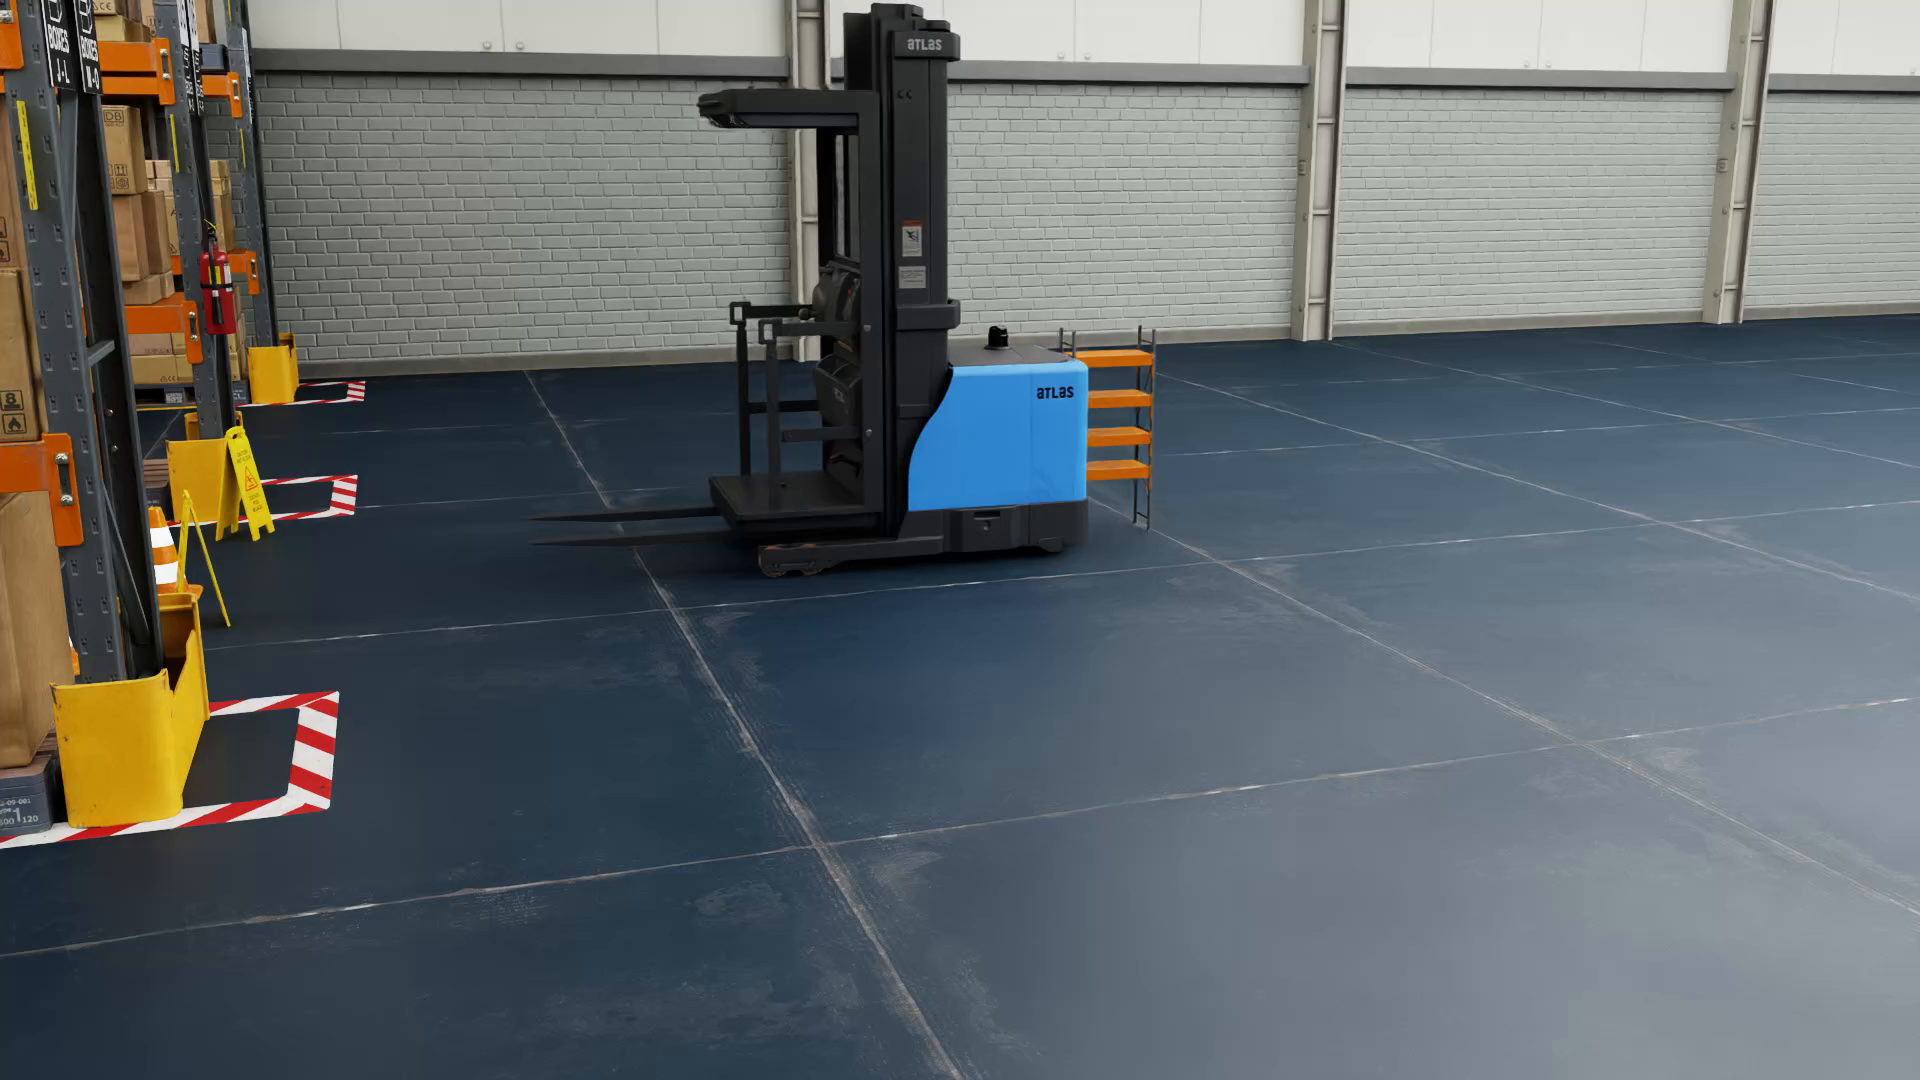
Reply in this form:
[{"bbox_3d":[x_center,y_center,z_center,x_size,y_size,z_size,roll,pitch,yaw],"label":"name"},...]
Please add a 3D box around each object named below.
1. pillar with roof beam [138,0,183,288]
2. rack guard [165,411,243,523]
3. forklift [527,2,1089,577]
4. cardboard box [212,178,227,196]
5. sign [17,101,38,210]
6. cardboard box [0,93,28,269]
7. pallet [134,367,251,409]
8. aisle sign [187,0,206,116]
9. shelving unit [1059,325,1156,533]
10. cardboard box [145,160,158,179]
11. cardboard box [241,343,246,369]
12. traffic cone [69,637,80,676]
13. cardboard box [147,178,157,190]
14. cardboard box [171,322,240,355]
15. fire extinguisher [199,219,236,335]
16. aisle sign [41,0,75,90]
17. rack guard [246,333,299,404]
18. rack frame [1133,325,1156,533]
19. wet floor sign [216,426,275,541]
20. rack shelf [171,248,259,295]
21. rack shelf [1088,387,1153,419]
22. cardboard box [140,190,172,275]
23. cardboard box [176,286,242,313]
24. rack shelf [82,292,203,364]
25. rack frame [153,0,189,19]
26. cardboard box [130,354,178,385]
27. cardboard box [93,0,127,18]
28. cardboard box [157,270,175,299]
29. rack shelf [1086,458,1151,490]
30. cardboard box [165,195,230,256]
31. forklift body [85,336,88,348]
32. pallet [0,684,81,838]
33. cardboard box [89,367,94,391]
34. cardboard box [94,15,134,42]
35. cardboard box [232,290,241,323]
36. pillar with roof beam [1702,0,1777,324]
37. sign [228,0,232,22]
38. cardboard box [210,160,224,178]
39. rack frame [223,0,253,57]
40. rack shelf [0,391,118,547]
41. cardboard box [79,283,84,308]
[{"bbox_3d":[-5.869,-4.913,10.850,0.400,9.000,9.100,-4,14,-18],"label":"pillar with roof beam"},{"bbox_3d":[-4.780,-0.482,10.589,0.348,0.500,1.175,-4,14,-18],"label":"rack guard"},{"bbox_3d":[-0.856,-1.364,9.042,3.031,2.935,1.130,-4,14,-16],"label":"forklift"},{"bbox_3d":[-6.533,-3.069,14.446,0.250,0.149,0.380,-4,14,-17],"label":"cardboard box"},{"bbox_3d":[-2.873,-1.184,5.125,0.005,0.325,0.100,-4,14,-18],"label":"sign"},{"bbox_3d":[-3.397,-1.205,5.569,0.550,0.550,0.875,-4,14,-18],"label":"cardboard box"},{"bbox_3d":[-7.006,-1.370,14.946,1.213,0.211,1.003,-4,14,-18],"label":"pallet"},{"bbox_3d":[-4.748,-3.041,10.328,0.004,0.787,0.394,-4,14,-18],"label":"aisle sign"},{"bbox_3d":[0.852,-0.638,9.730,0.503,1.200,0.258,-4,14,-16],"label":"shelving unit"},{"bbox_3d":[-7.030,-3.178,14.261,0.250,0.149,0.380,-4,14,-17],"label":"cardboard box"},{"bbox_3d":[-6.822,-1.665,15.197,0.500,0.250,0.500,-4,14,-18],"label":"cardboard box"},{"bbox_3d":[-3.989,0.336,7.229,0.334,0.463,0.336,-4,14,-18],"label":"traffic cone"},{"bbox_3d":[-7.032,-3.038,14.316,0.250,0.149,0.380,-4,14,-17],"label":"cardboard box"},{"bbox_3d":[-6.656,-1.797,14.672,0.500,0.250,0.500,-5,14,-19],"label":"cardboard box"},{"bbox_3d":[-4.452,-1.573,9.943,0.183,0.674,0.296,-4,14,-18],"label":"fire extinguisher"},{"bbox_3d":[-2.870,-1.830,5.235,0.004,0.787,0.394,-4,14,-18],"label":"aisle sign"},{"bbox_3d":[-6.271,-1.578,15.196,0.348,0.500,1.175,-4,14,-18],"label":"rack guard"},{"bbox_3d":[1.086,-0.653,9.797,0.015,1.200,0.240,-4,14,-16],"label":"rack frame"},{"bbox_3d":[-4.186,-0.338,9.668,0.232,0.644,0.267,0,13,1],"label":"wet floor sign"},{"bbox_3d":[-8.190,-2.295,14.362,4.000,0.370,1.077,-4,14,-18],"label":"rack shelf"},{"bbox_3d":[0.852,-0.790,9.694,0.480,0.148,0.258,-4,14,-16],"label":"rack shelf"},{"bbox_3d":[-5.245,-1.923,10.386,0.500,0.500,0.500,-5,14,-19],"label":"cardboard box"},{"bbox_3d":[-6.810,-2.151,15.078,0.500,0.250,0.500,-5,14,-19],"label":"cardboard box"},{"bbox_3d":[-6.603,-1.206,9.786,4.000,0.370,1.077,-4,14,-18],"label":"rack shelf"},{"bbox_3d":[-4.708,-4.622,9.629,0.127,3.000,1.000,-4,14,-18],"label":"rack frame"},{"bbox_3d":[-7.113,-1.520,14.586,0.500,0.250,0.500,-4,14,-18],"label":"cardboard box"},{"bbox_3d":[-5.107,-3.138,9.552,0.500,0.250,0.500,-5,14,-19],"label":"cardboard box"},{"bbox_3d":[-5.096,-1.602,10.438,0.250,0.149,0.380,-4,14,-18],"label":"cardboard box"},{"bbox_3d":[0.852,-0.379,9.792,0.480,0.148,0.258,-4,14,-16],"label":"rack shelf"},{"bbox_3d":[-6.677,-2.747,14.493,0.500,0.500,0.500,-5,14,-19],"label":"cardboard box"},{"bbox_3d":[-7.510,-1.839,12.727,1.214,2.155,2.313,-4,14,-18],"label":"forklift body"},{"bbox_3d":[-3.766,0.807,5.793,1.213,0.211,1.003,-4,14,-18],"label":"pallet"},{"bbox_3d":[-5.384,-0.819,10.017,0.500,0.500,0.500,-4,14,-18],"label":"cardboard box"},{"bbox_3d":[-4.957,-2.953,9.637,0.250,0.149,0.380,-4,14,-18],"label":"cardboard box"},{"bbox_3d":[-6.631,-2.043,14.622,0.500,0.250,0.500,-4,14,-16],"label":"cardboard box"},{"bbox_3d":[11.191,-6.241,16.435,0.400,9.000,9.100,-4,14,-18],"label":"pillar with roof beam"},{"bbox_3d":[-6.134,-4.524,13.954,0.005,0.325,0.100,-4,14,-18],"label":"sign"},{"bbox_3d":[-6.566,-3.228,14.473,0.250,0.149,0.380,-4,14,-18],"label":"cardboard box"},{"bbox_3d":[-6.294,-5.711,14.205,0.127,3.000,1.000,-4,14,-18],"label":"rack frame"},{"bbox_3d":[-4.929,-0.128,5.253,4.000,0.370,1.077,-4,14,-18],"label":"rack shelf"},{"bbox_3d":[-5.199,-1.464,9.858,0.250,0.149,0.380,-5,14,-19],"label":"cardboard box"}]
